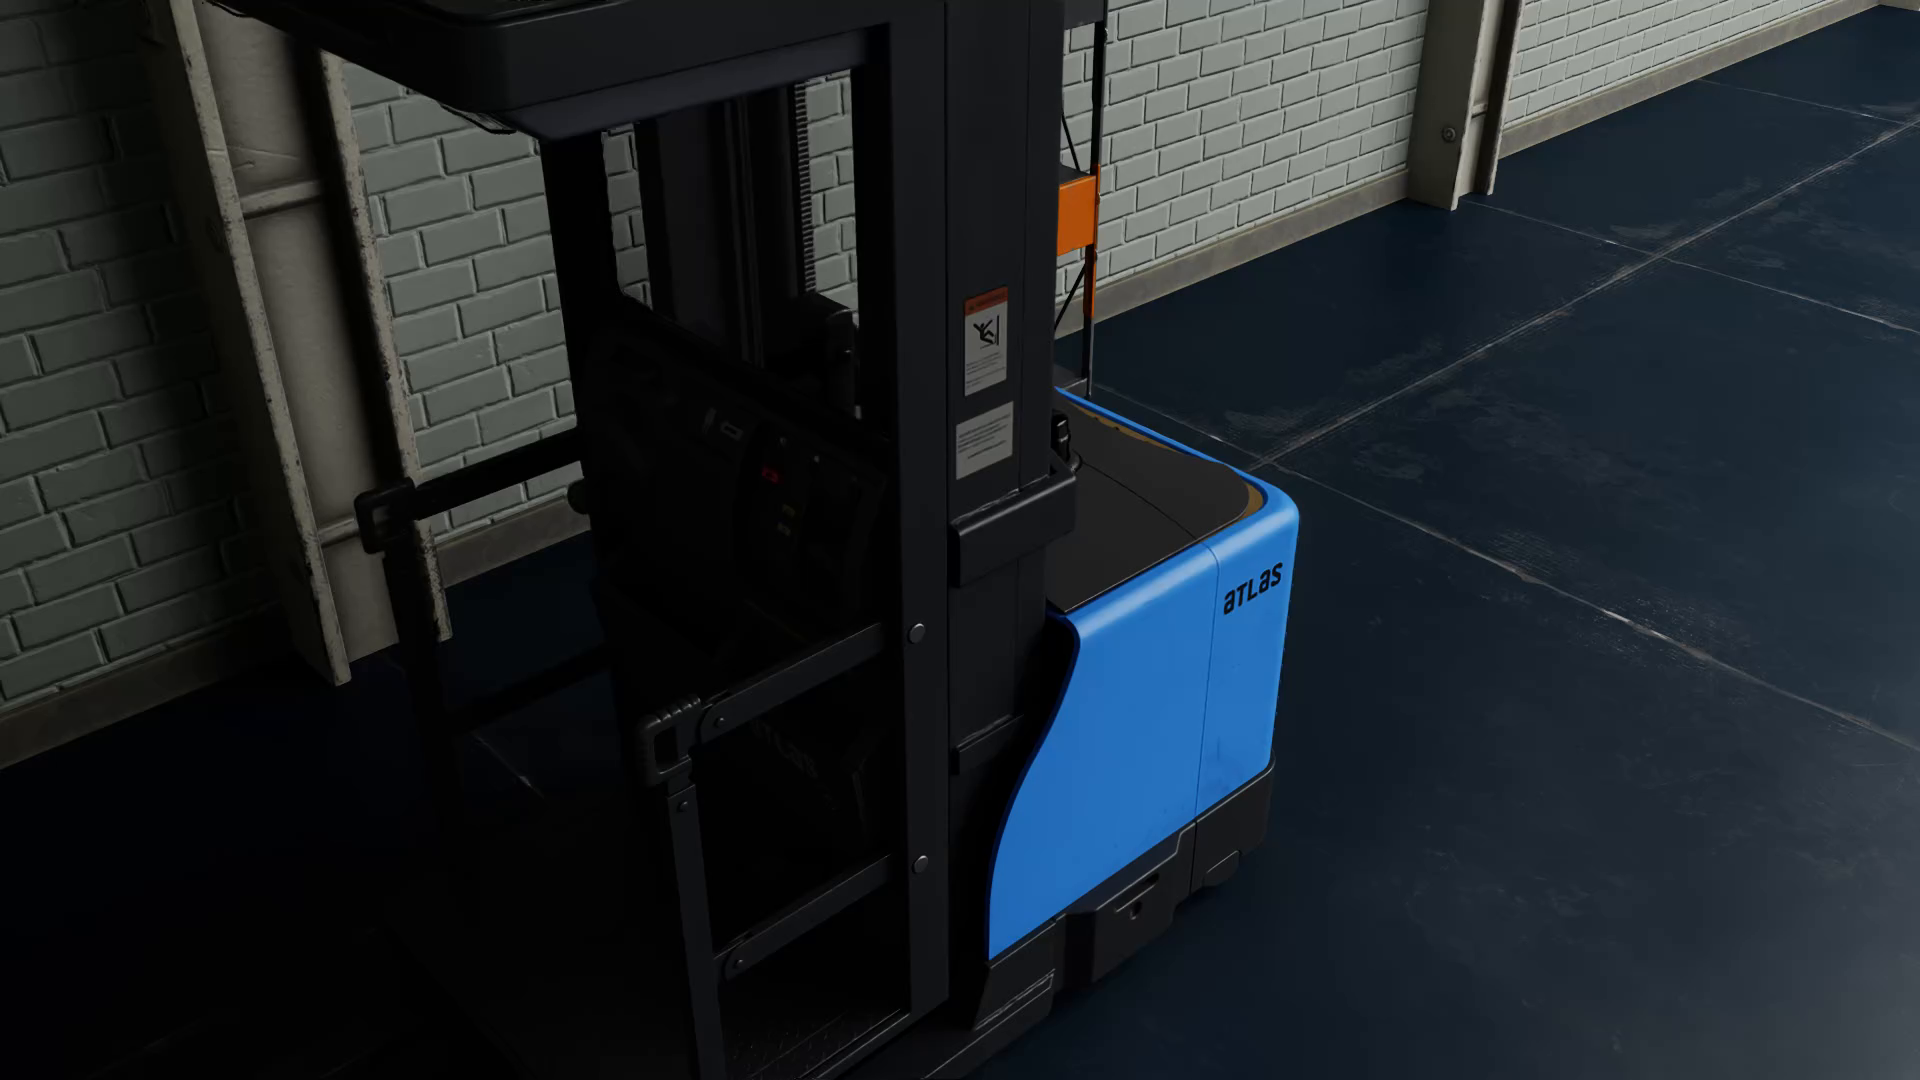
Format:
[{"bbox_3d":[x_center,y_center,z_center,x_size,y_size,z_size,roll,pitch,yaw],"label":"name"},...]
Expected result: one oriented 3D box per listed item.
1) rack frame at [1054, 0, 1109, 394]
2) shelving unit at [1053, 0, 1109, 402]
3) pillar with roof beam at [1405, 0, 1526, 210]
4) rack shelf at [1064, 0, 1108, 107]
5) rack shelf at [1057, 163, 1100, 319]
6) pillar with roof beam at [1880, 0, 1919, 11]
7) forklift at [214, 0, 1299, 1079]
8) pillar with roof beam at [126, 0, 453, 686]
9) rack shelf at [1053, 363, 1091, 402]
[{"bbox_3d":[0.300,-1.041,5.440,0.015,2.100,0.400,-26,40,-35],"label":"rack frame"},{"bbox_3d":[0.121,-0.955,5.298,0.503,2.100,0.431,-26,40,-35],"label":"shelving unit"},{"bbox_3d":[5.478,-4.005,3.674,0.400,9.000,9.100,-26,40,-35],"label":"pillar with roof beam"},{"bbox_3d":[0.121,-1.540,4.940,0.480,0.518,0.431,-26,40,-35],"label":"rack shelf"},{"bbox_3d":[0.121,-0.943,5.305,0.480,0.518,0.431,-26,40,-35],"label":"rack shelf"},{"bbox_3d":[9.877,-6.133,7.154,0.400,9.000,9.100,-26,40,-35],"label":"pillar with roof beam"},{"bbox_3d":[-0.617,-0.097,3.100,3.031,2.935,1.130,-26,40,-35],"label":"forklift"},{"bbox_3d":[1.078,-1.877,0.193,0.400,9.000,9.100,-26,40,-35],"label":"pillar with roof beam"},{"bbox_3d":[0.121,-0.346,5.671,0.480,0.518,0.431,-26,40,-35],"label":"rack shelf"}]
